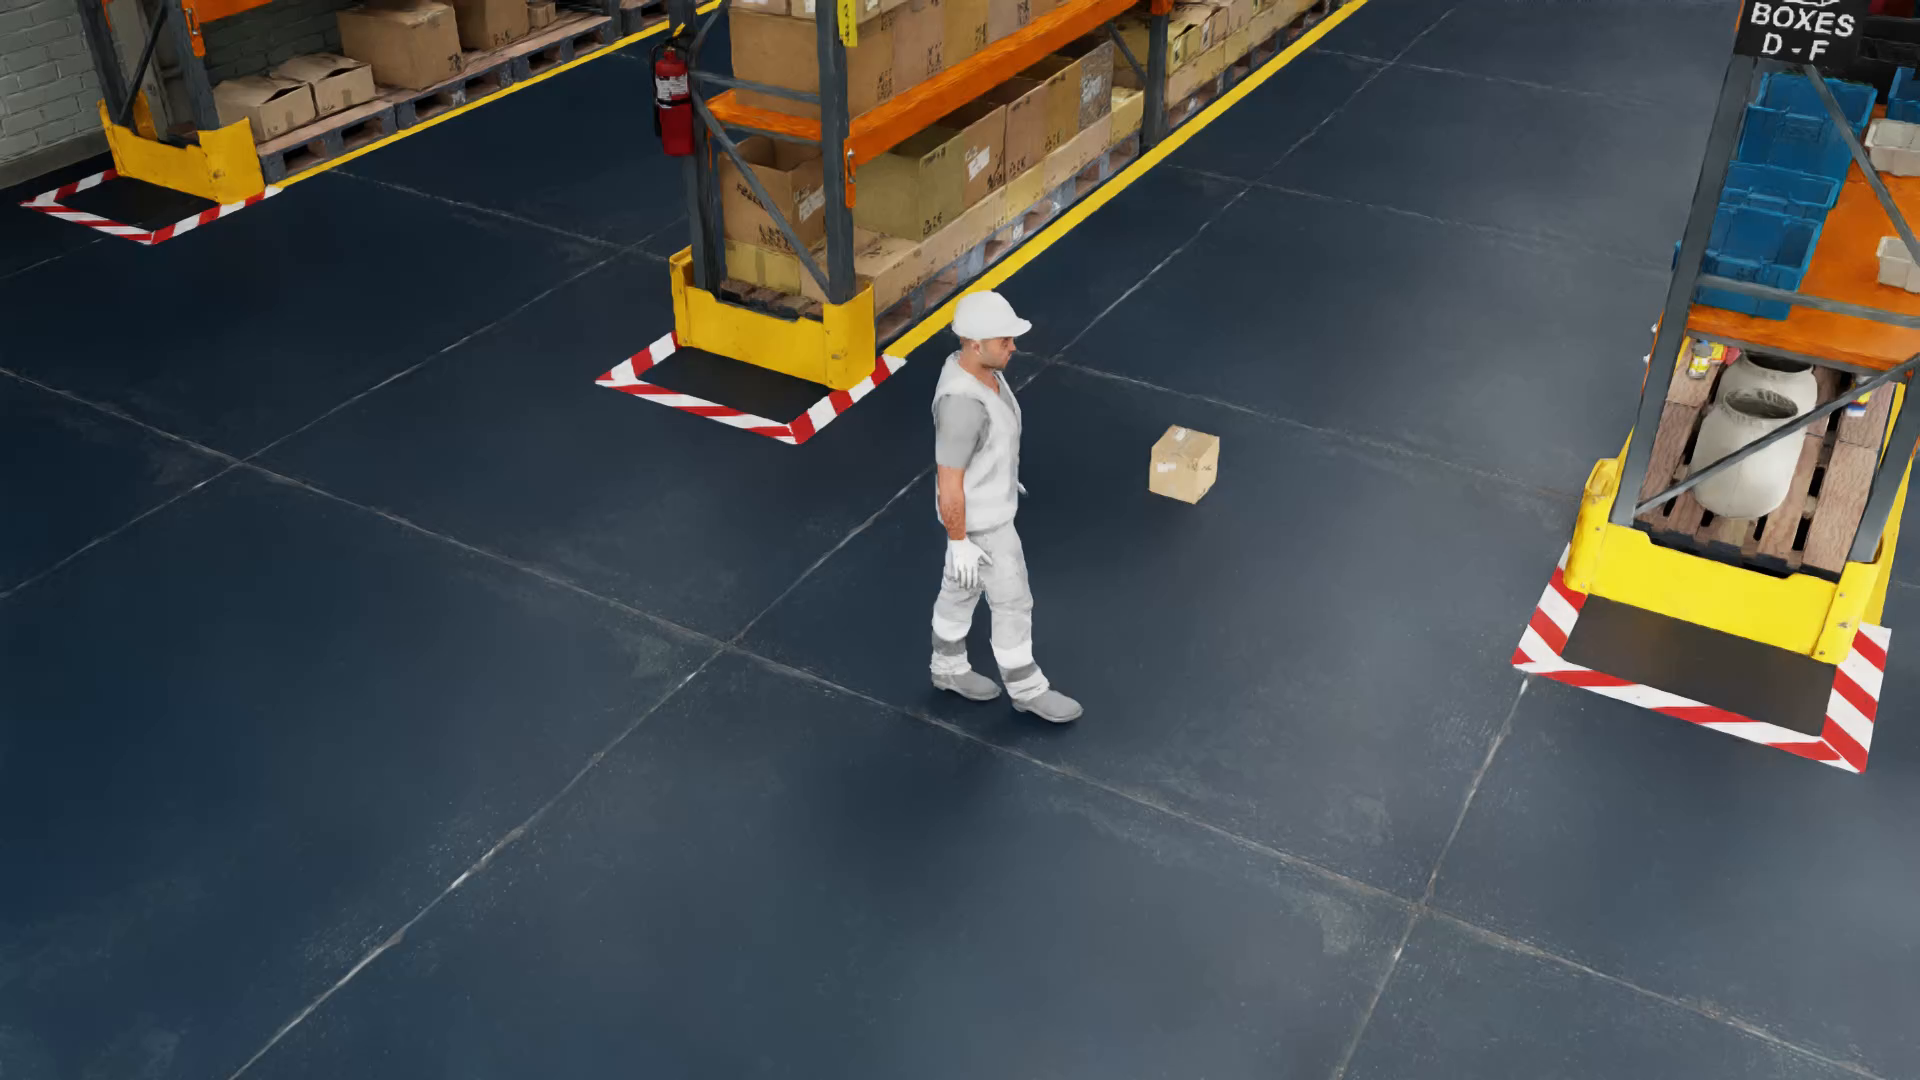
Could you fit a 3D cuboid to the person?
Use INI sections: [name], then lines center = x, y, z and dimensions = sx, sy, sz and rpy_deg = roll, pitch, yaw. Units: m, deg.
[person]
center = 0.183, -0.112, 6.270
dimensions = 0.614, 1.786, 0.664
rpy_deg = 0, 34, 0
